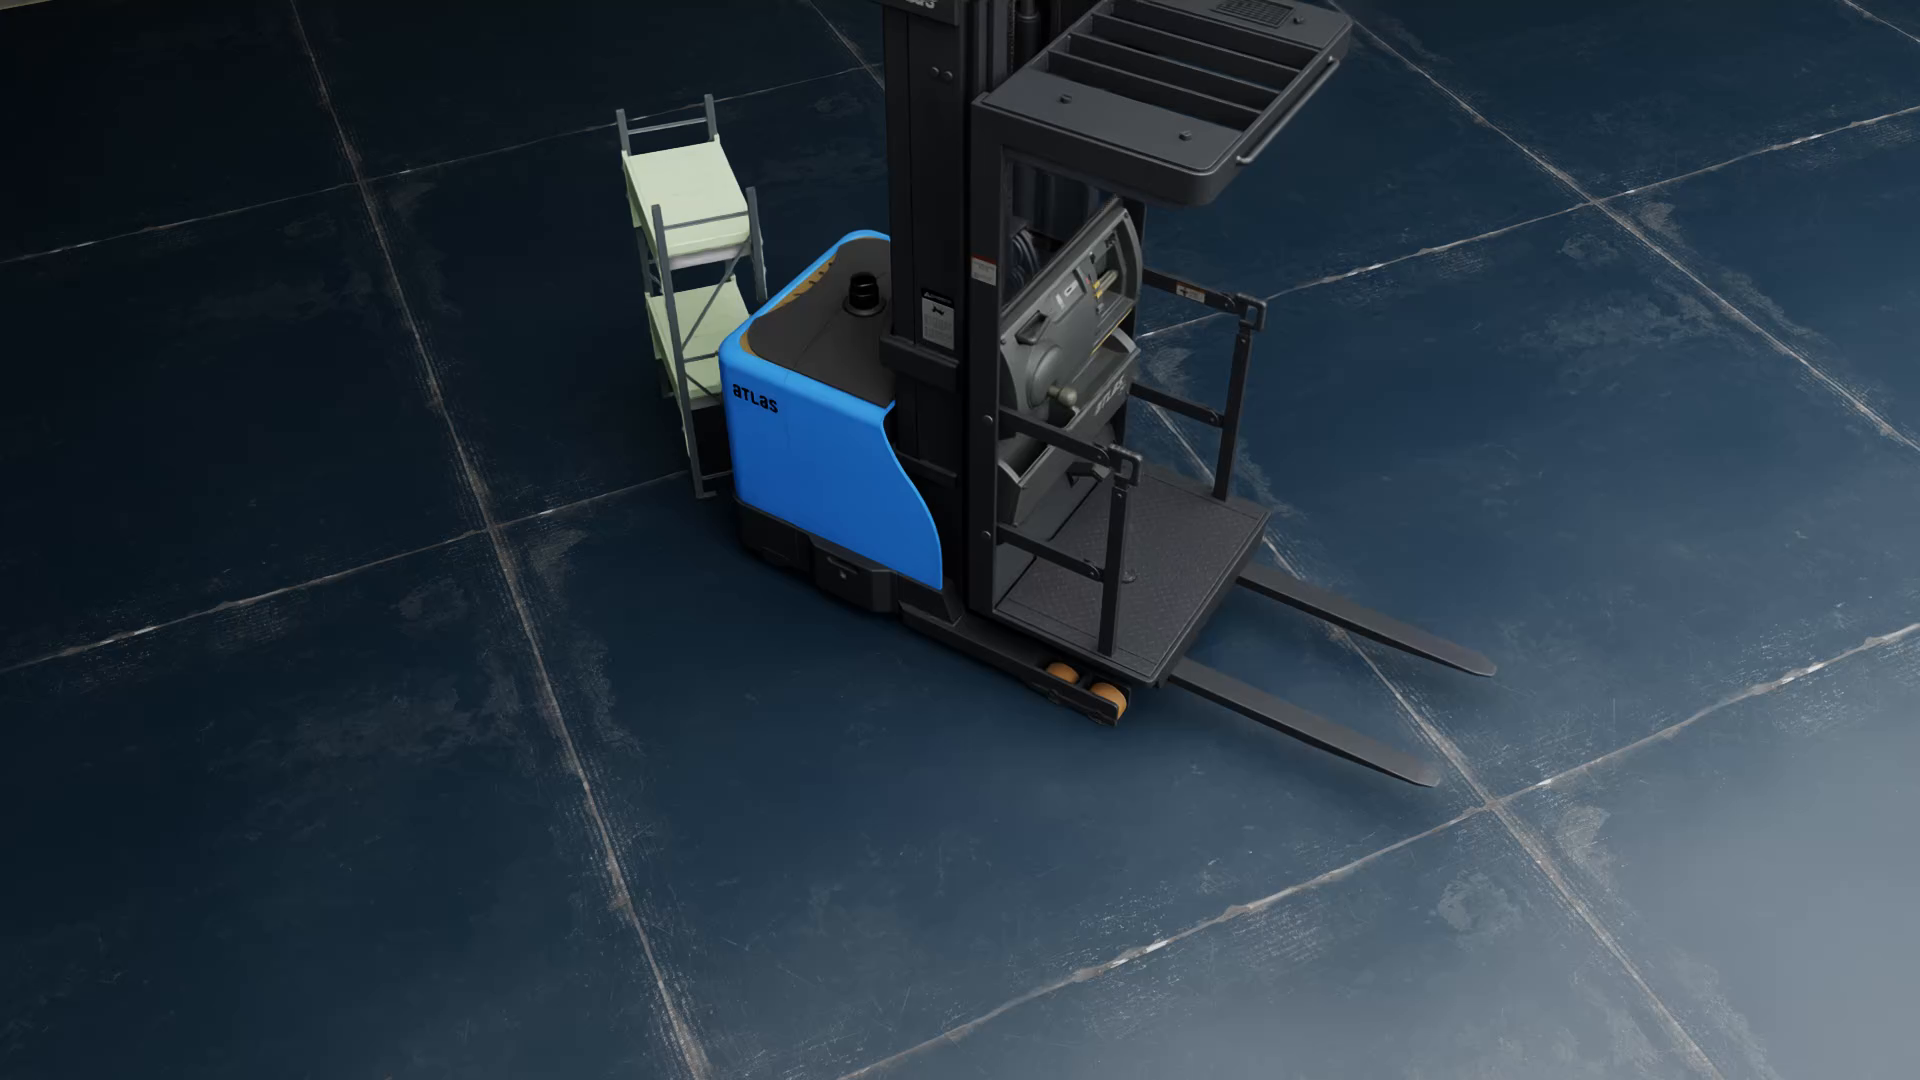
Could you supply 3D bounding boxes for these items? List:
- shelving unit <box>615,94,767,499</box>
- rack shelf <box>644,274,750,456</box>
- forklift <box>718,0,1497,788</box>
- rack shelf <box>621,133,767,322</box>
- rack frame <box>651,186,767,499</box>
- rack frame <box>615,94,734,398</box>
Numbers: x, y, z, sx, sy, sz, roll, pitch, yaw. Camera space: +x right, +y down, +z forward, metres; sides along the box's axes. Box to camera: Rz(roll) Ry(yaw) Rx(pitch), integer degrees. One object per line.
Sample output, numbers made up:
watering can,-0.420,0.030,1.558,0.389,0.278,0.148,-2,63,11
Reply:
shelving unit,-1.089,-1.008,7.072,0.431,1.500,0.755,-14,46,-13
rack shelf,-1.088,-0.776,7.301,0.431,0.370,0.720,-14,46,-13
forklift,0.578,-0.763,5.805,3.031,2.935,1.130,23,49,22
rack shelf,-1.090,-1.285,6.798,0.431,0.370,0.720,-14,46,-13
rack frame,-0.971,-0.764,6.825,0.400,1.500,0.023,-14,46,-13
rack frame,-1.207,-1.251,7.318,0.400,1.500,0.023,-14,46,-13
